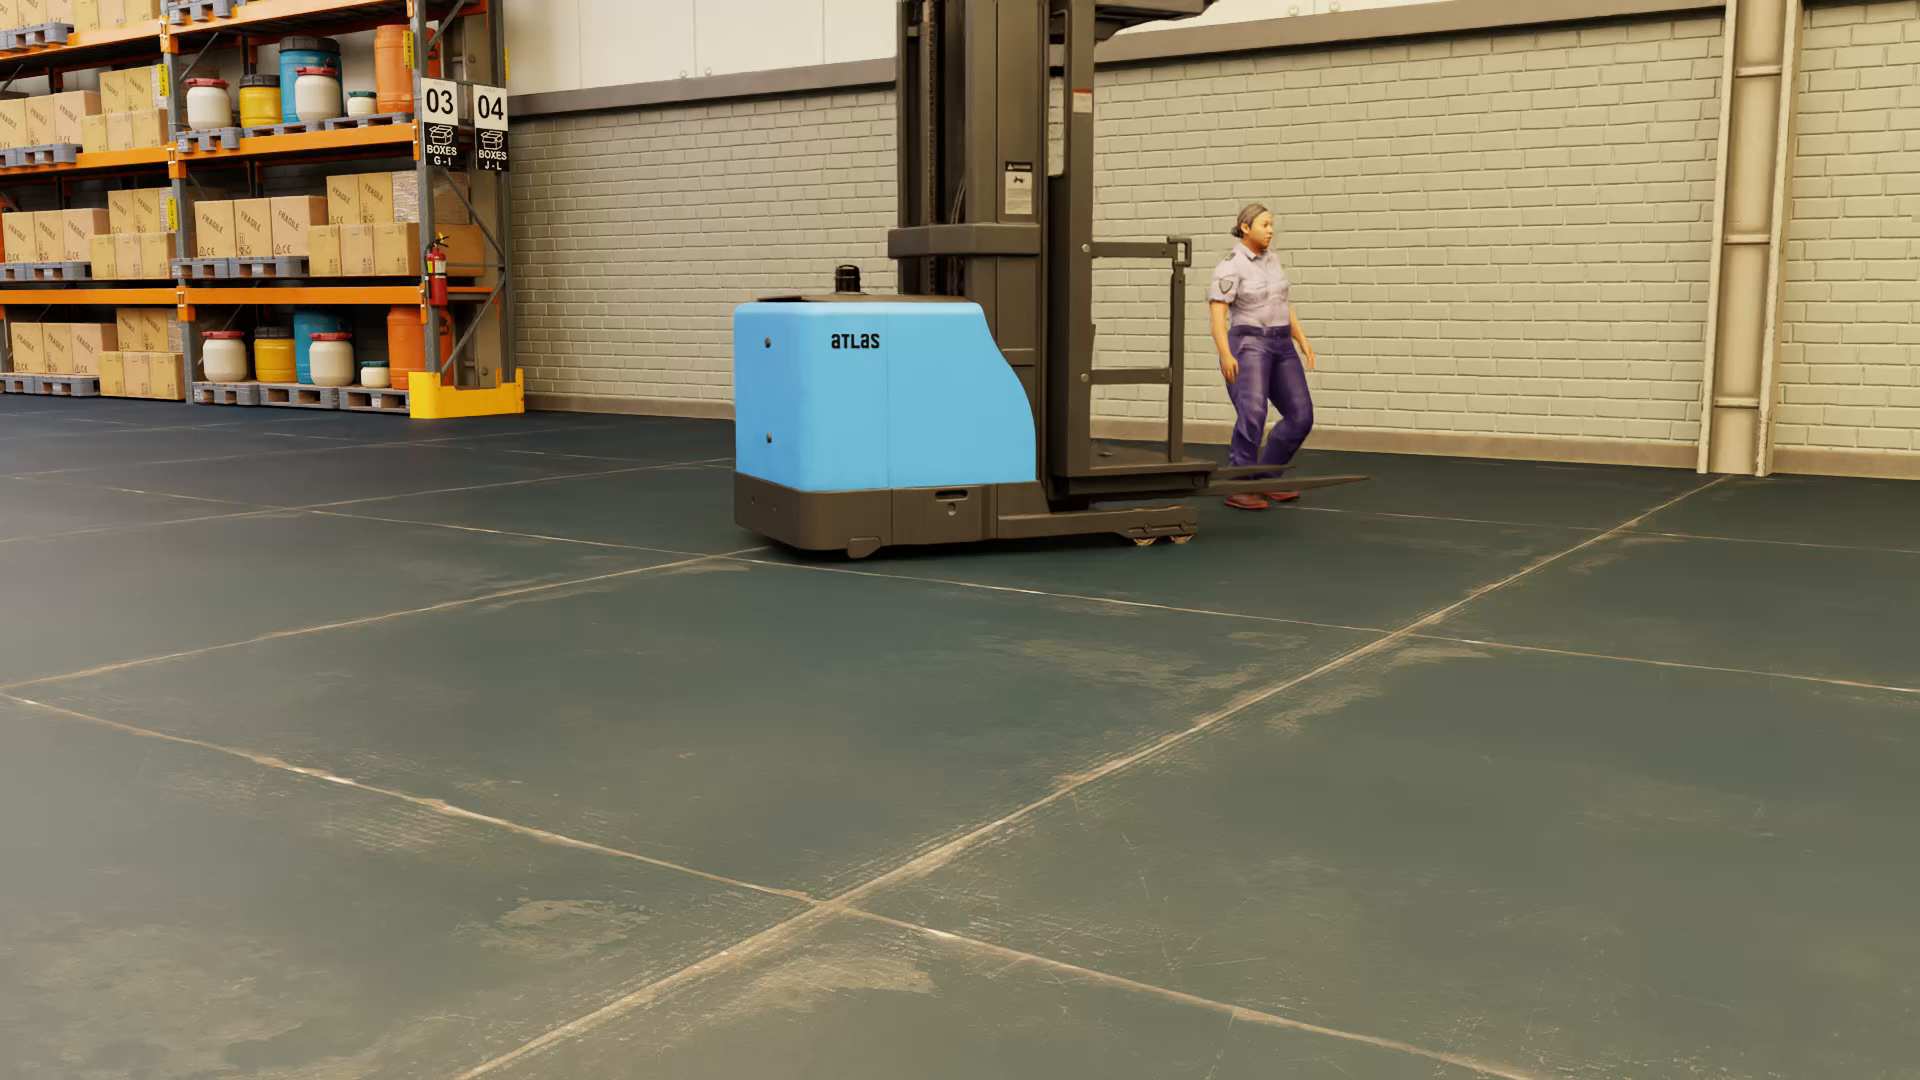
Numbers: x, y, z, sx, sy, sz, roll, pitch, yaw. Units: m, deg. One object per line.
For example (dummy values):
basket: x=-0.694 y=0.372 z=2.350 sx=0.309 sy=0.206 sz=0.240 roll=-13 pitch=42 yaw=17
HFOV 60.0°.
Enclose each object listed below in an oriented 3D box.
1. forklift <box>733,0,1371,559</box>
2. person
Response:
forklift: x=0.518 y=-1.491 z=7.675 sx=3.031 sy=2.935 sz=1.130 roll=-4 pitch=9 yaw=-25
person: x=1.642 y=-0.987 z=8.868 sx=0.663 sy=1.599 sz=0.529 roll=-6 pitch=10 yaw=-35
